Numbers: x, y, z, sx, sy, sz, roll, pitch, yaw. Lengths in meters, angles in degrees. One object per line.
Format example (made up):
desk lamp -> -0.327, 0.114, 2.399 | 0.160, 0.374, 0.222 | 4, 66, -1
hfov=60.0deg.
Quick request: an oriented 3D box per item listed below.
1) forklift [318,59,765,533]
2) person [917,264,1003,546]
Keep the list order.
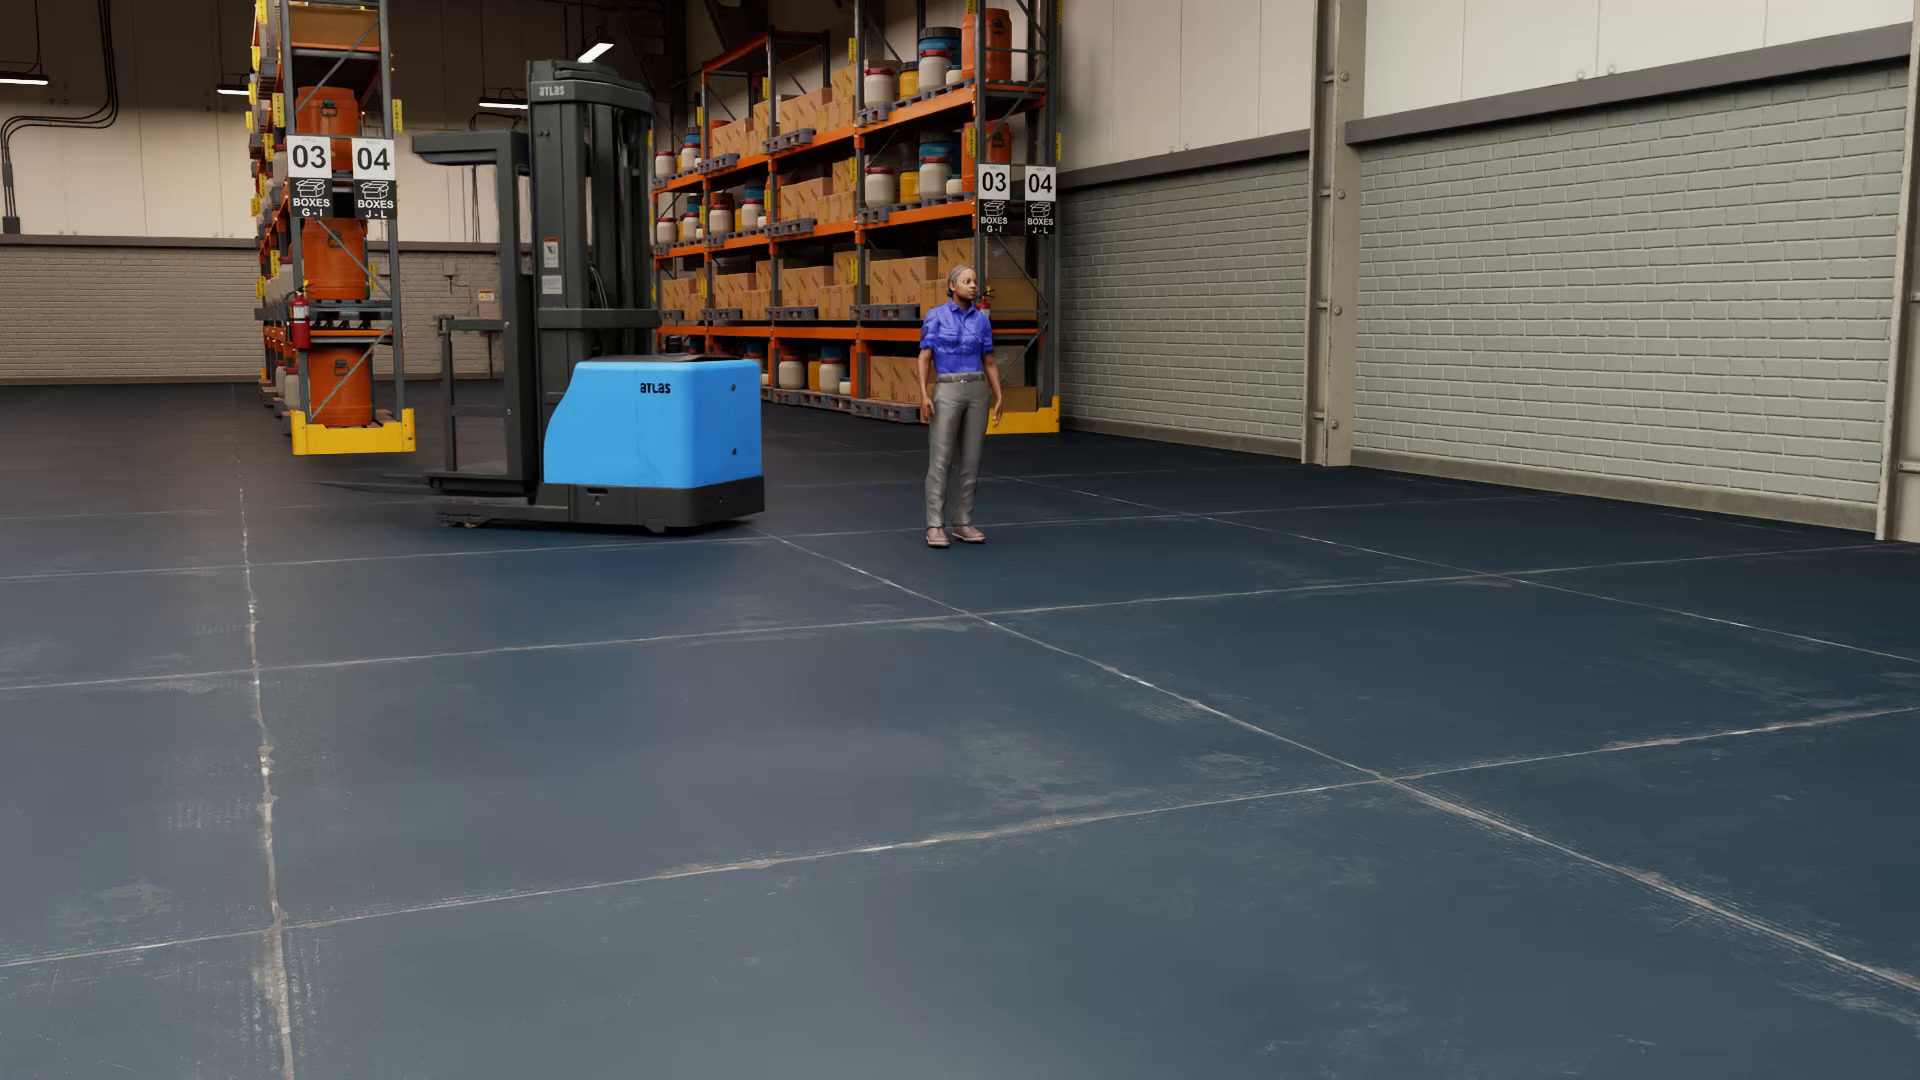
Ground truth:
forklift -> -2.872, -1.591, 11.009 | 3.031, 2.935, 1.130 | 3, 8, 21
person -> 0.017, -0.816, 9.957 | 0.569, 1.655, 0.504 | -3, 8, -23
